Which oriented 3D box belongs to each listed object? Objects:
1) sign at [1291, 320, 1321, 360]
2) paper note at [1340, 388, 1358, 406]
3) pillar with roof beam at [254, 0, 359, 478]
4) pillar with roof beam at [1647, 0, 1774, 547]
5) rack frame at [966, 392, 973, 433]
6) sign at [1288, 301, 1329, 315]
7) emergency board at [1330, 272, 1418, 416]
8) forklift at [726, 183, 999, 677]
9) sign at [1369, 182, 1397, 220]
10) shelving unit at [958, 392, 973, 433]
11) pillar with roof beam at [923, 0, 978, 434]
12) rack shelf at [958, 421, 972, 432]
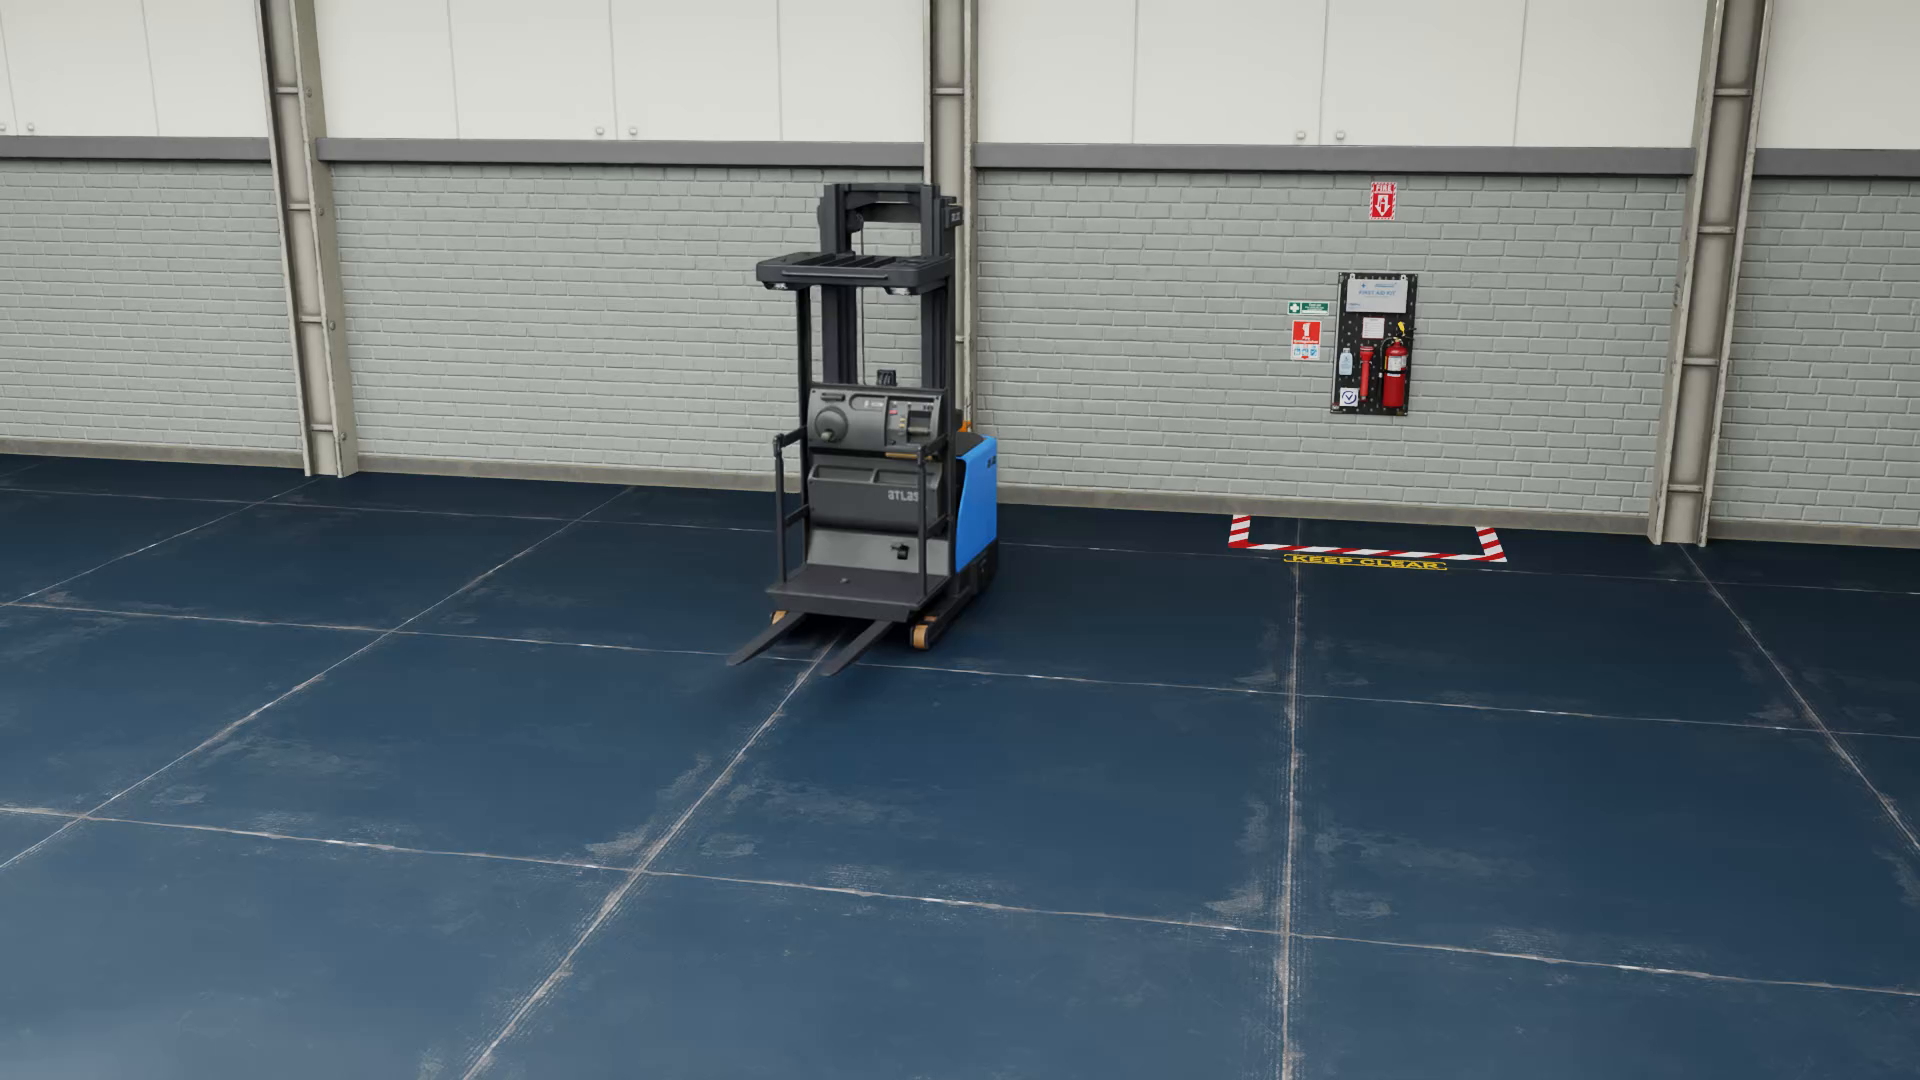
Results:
[{"bbox_3d":[2.869,-1.658,13.790,0.234,0.329,0.001,3,16,11],"label":"sign"},{"bbox_3d":[3.231,-1.187,13.808,0.142,0.148,0.016,3,16,11],"label":"paper note"},{"bbox_3d":[-6.813,-3.846,10.519,0.400,9.000,9.100,3,16,11],"label":"pillar with roof beam"},{"bbox_3d":[4.947,-3.208,8.214,0.400,9.000,9.100,3,16,11],"label":"pillar with roof beam"},{"bbox_3d":[0.075,-0.574,13.317,0.006,1.200,0.240,3,16,11],"label":"rack frame"},{"bbox_3d":[2.872,-1.910,13.710,0.331,0.109,0.001,3,16,11],"label":"sign"},{"bbox_3d":[3.391,-1.584,13.592,0.643,1.169,0.194,3,16,11],"label":"emergency board"},{"bbox_3d":[-0.637,-0.812,10.934,1.130,2.935,3.031,5,16,17],"label":"forklift"},{"bbox_3d":[3.403,-2.728,13.378,0.199,0.298,0.001,3,16,11],"label":"sign"},{"bbox_3d":[-0.014,-0.579,13.335,0.189,1.200,0.258,3,16,11],"label":"shelving unit"},{"bbox_3d":[-0.933,-3.527,9.367,0.400,9.000,9.100,3,16,11],"label":"pillar with roof beam"},{"bbox_3d":[-0.014,-0.883,13.250,0.180,0.103,0.258,3,16,11],"label":"rack shelf"}]
